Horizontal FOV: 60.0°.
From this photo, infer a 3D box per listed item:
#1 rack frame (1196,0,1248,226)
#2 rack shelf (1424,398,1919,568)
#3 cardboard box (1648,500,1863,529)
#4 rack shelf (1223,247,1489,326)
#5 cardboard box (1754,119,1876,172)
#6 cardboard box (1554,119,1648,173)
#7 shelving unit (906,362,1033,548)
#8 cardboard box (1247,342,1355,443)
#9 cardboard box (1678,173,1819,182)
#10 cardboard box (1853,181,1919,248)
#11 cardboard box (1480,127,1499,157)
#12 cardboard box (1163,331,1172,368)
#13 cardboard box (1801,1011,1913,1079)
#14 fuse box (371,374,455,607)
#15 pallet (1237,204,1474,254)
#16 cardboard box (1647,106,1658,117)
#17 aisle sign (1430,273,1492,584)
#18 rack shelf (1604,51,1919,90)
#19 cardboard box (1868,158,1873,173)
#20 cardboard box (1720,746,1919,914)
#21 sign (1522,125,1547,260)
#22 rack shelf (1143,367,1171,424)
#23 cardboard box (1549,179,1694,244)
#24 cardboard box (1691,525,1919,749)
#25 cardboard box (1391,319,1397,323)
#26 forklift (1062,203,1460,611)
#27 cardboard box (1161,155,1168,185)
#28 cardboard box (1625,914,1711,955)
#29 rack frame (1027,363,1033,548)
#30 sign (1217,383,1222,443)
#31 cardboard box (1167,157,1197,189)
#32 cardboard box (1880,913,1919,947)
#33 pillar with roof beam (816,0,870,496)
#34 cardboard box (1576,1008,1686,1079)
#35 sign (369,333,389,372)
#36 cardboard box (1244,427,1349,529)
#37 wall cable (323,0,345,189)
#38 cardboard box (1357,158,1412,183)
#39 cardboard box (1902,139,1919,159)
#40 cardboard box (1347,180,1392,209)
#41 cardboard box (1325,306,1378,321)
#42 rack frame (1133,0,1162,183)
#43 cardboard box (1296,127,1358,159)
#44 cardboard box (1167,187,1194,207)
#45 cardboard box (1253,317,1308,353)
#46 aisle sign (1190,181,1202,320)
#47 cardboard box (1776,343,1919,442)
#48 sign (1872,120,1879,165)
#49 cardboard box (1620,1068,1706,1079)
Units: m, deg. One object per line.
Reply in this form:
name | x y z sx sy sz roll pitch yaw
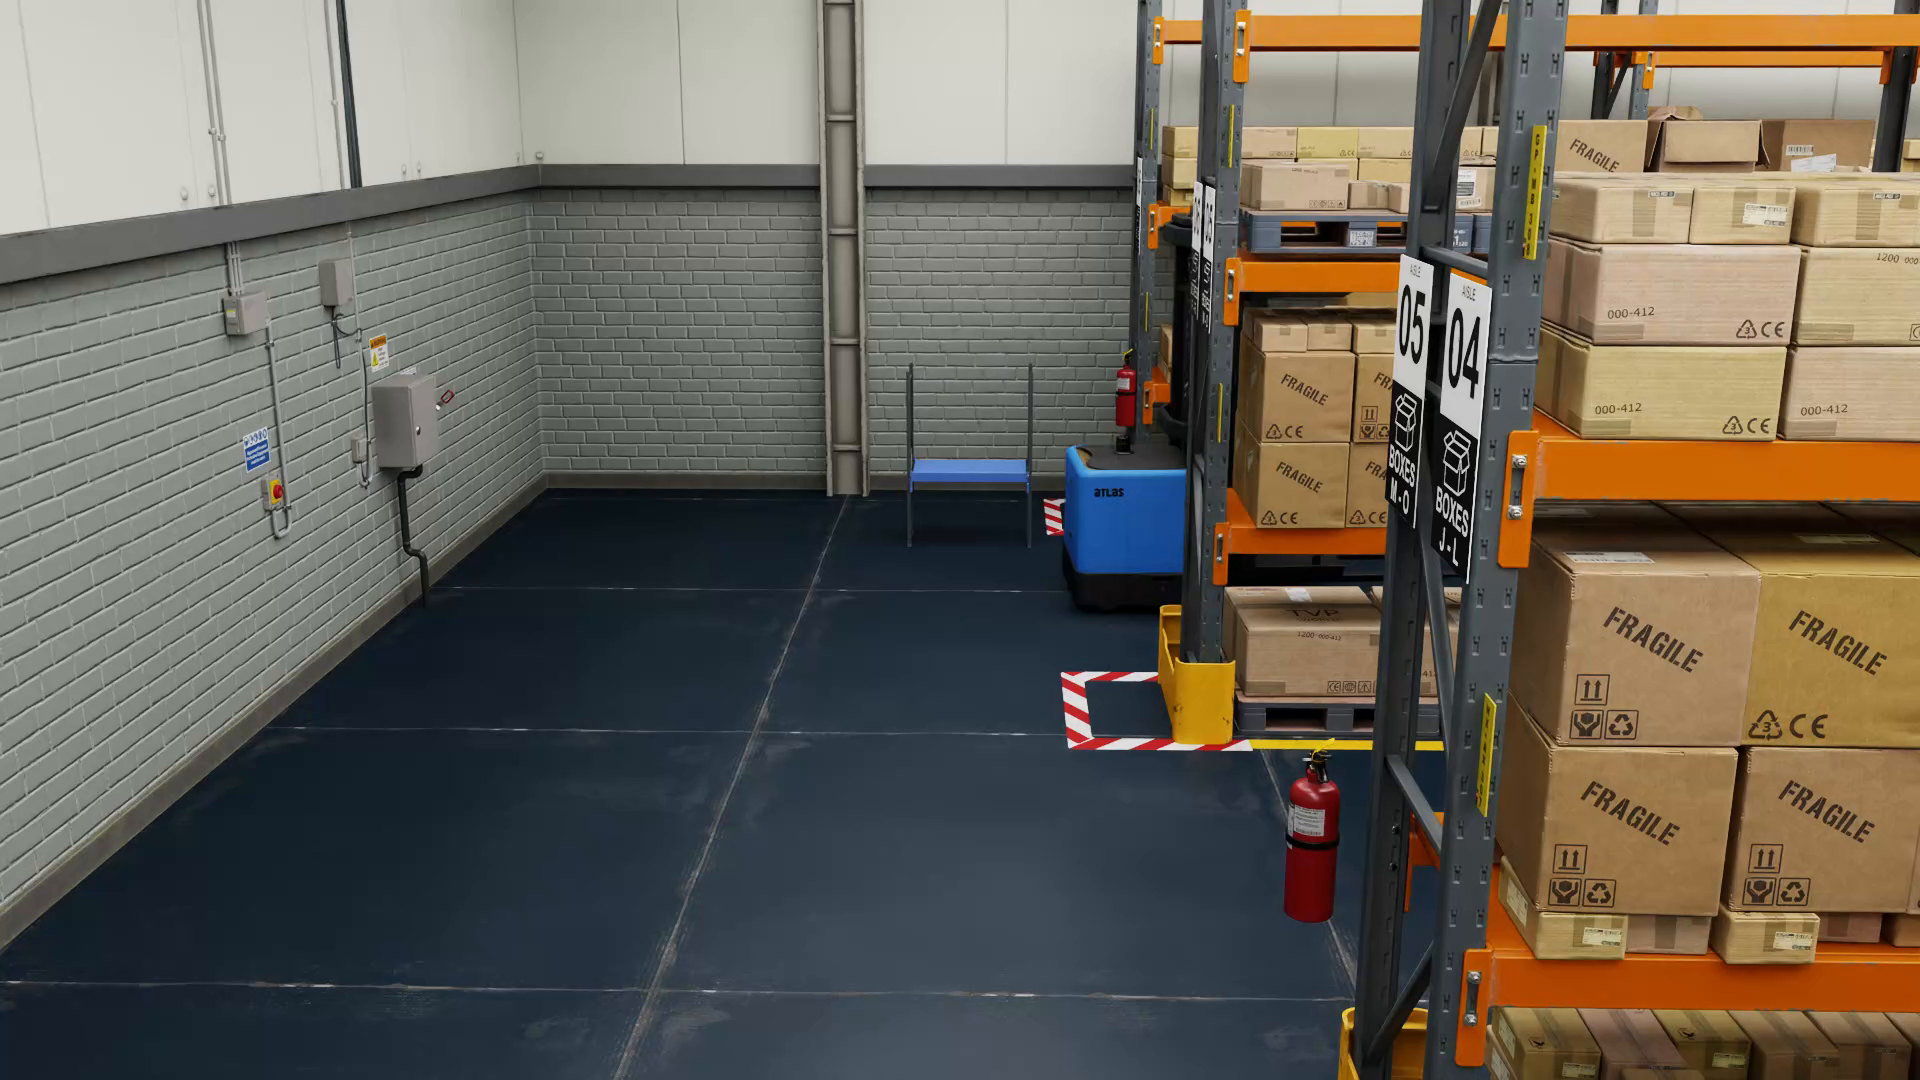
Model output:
rack frame | 1.473 -3.296 9.195 0.127 3.000 1.000 0 15 1
rack shelf | 3.447 -0.222 4.832 4.000 0.370 1.077 0 15 1
cardboard box | 2.418 0.135 5.211 0.500 0.500 0.500 0 15 0
rack shelf | 3.472 -1.485 9.620 4.000 0.370 1.077 0 15 1
cardboard box | 4.889 -2.177 9.617 0.500 0.500 0.500 1 15 2
cardboard box | 3.484 -2.094 9.303 0.500 0.500 0.500 1 15 2
shelving unit | 0.085 -0.725 14.147 1.048 1.500 0.538 0 15 1
cardboard box | 1.945 -0.852 9.532 0.500 0.500 0.500 0 15 0
cardboard box | 2.288 -0.990 4.864 0.250 0.149 0.380 0 15 0
cardboard box | 2.532 -0.857 4.359 0.250 0.149 0.380 1 15 2
cardboard box | 4.576 -3.342 13.978 0.500 0.250 0.500 0 15 1
cardboard box | 2.043 -1.661 14.467 0.500 0.250 0.500 0 15 2
cardboard box | 3.022 1.685 5.673 0.250 0.149 0.380 1 15 4
fuse box | -3.965 -0.338 12.268 0.414 1.711 0.539 0 15 1
pallet | 2.215 -1.801 9.580 1.213 0.211 1.003 0 15 1
cardboard box | 5.902 -3.575 14.210 0.258 0.266 0.396 0 15 1
aisle sign | 1.367 -0.314 4.553 0.004 0.787 0.394 0 15 1
rack shelf | 7.594 -3.982 13.987 4.000 0.370 1.077 0 15 1
cardboard box | 7.420 -3.109 13.837 0.250 0.149 0.380 1 15 3
cardboard box | 2.425 0.745 4.855 0.500 0.500 0.500 0 15 2
sign | 1.434 -0.867 4.154 0.005 0.325 0.100 0 15 1
rack shelf | 3.595 -1.301 14.800 4.000 0.370 1.077 0 15 1
cardboard box | 1.765 -0.885 4.466 0.250 0.149 0.380 0 15 1
cardboard box | 2.394 0.264 4.721 0.500 0.500 0.500 1 15 3
cardboard box | 2.605 -1.157 9.417 0.250 0.149 0.380 0 15 0
forklift | 2.341 -1.016 12.444 3.031 2.935 1.130 -1 15 -2
cardboard box | 2.047 -3.250 14.609 0.500 0.250 0.500 0 15 0
cardboard box | 2.018 1.066 4.914 0.250 0.149 0.380 1 15 3
rack frame | 0.593 -0.721 14.134 0.032 1.500 0.500 0 15 1
sign | 1.453 -0.711 9.303 0.005 0.325 0.100 0 15 1
cardboard box | 2.032 -3.111 14.081 0.500 0.250 0.500 0 15 1
cardboard box | 2.819 1.056 4.951 0.250 0.149 0.380 0 15 1
pillar with roof beam | -1.186 -3.712 10.769 0.400 9.000 9.100 0 15 1
cardboard box | 2.233 1.710 5.577 0.250 0.149 0.380 1 15 3
sign | -4.174 -1.348 11.950 0.001 0.242 0.339 0 15 1
cardboard box | 1.945 -0.368 9.658 0.500 0.500 0.500 0 15 1
wall cable | -4.199 -3.453 9.790 0.029 3.000 2.355 0 15 1
cardboard box | 3.570 -3.109 14.074 0.500 0.250 0.500 0 15 1
cardboard box | 7.945 -3.259 13.863 0.250 0.149 0.380 0 15 2
cardboard box | 2.346 -2.014 9.686 0.250 0.149 0.380 -1 15 -3
cardboard box | 2.351 -1.314 10.014 0.250 0.149 0.380 0 15 1
rack frame | 1.596 -4.562 13.993 0.127 3.000 1.000 0 15 1
cardboard box | 3.044 -3.350 14.009 0.500 0.250 0.500 0 15 1
cardboard box | 1.909 -2.929 14.175 0.250 0.149 0.380 1 15 3
cardboard box | 1.821 -1.168 9.461 0.250 0.149 0.380 1 15 3
aisle sign | 1.409 -1.732 9.930 0.004 0.787 0.394 0 15 1
cardboard box | 2.416 -0.438 4.534 0.500 0.250 0.500 1 15 3
sign | 5.476 -2.361 9.897 0.005 0.325 0.100 0 15 1
cardboard box | 2.241 1.816 5.175 0.250 0.149 0.380 1 15 2
